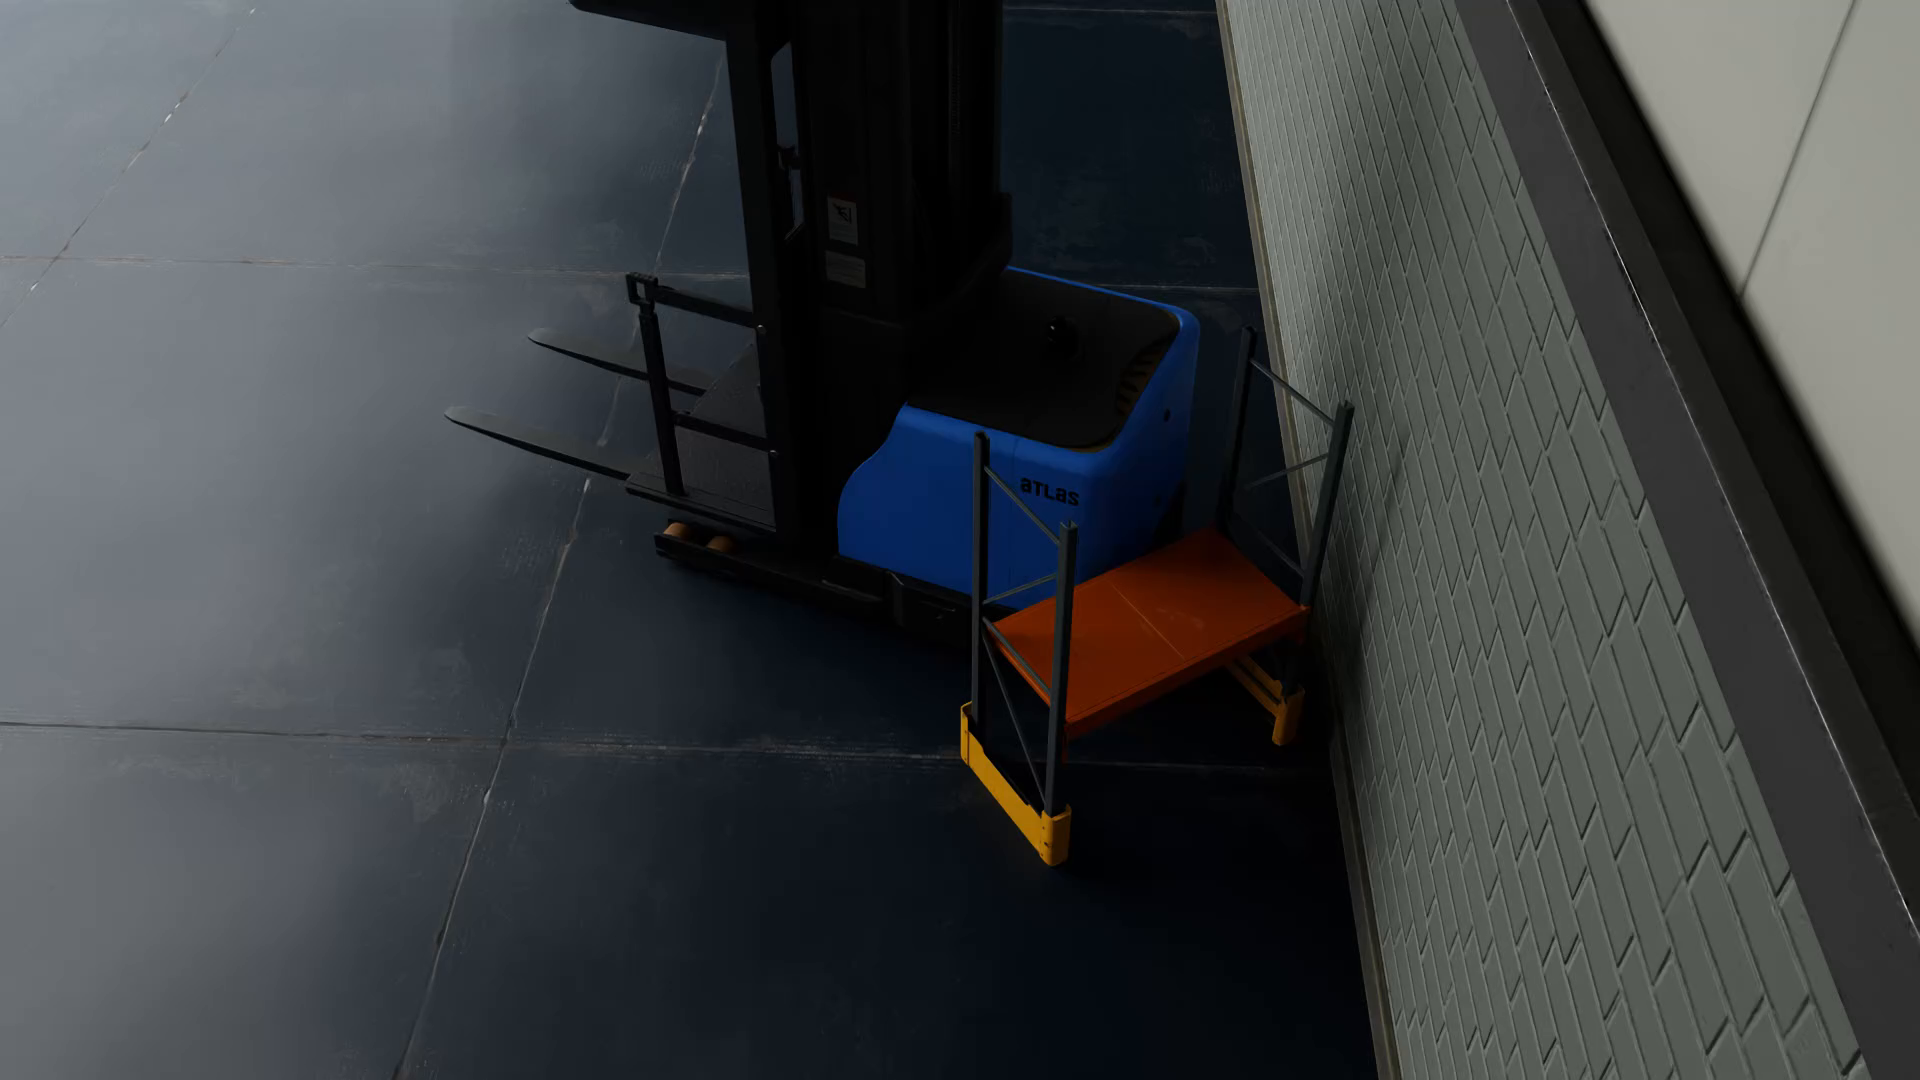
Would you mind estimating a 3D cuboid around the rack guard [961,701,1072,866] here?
[{"bbox_3d":[0.185,0.829,5.712,0.087,0.250,0.587,-23,48,-23],"label":"rack guard"}]

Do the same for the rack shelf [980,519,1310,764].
[{"bbox_3d":[0.616,0.322,5.604,1.000,0.185,0.538,-23,48,-23],"label":"rack shelf"}]

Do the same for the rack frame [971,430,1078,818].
[{"bbox_3d":[0.184,0.373,5.285,0.032,1.500,0.500,-23,48,-23],"label":"rack frame"}]

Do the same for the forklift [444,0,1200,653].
[{"bbox_3d":[-0.665,-1.233,5.959,3.031,2.935,1.130,17,46,17],"label":"forklift"}]

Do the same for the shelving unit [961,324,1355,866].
[{"bbox_3d":[0.608,0.193,5.478,1.083,1.500,0.587,-23,48,-23],"label":"shelving unit"}]

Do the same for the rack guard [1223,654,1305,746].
[{"bbox_3d":[1.032,0.472,6.096,0.087,0.250,0.587,-23,48,-23],"label":"rack guard"}]

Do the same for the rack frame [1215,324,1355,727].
[{"bbox_3d":[1.048,0.007,5.677,0.032,1.500,0.500,-23,48,-23],"label":"rack frame"}]
